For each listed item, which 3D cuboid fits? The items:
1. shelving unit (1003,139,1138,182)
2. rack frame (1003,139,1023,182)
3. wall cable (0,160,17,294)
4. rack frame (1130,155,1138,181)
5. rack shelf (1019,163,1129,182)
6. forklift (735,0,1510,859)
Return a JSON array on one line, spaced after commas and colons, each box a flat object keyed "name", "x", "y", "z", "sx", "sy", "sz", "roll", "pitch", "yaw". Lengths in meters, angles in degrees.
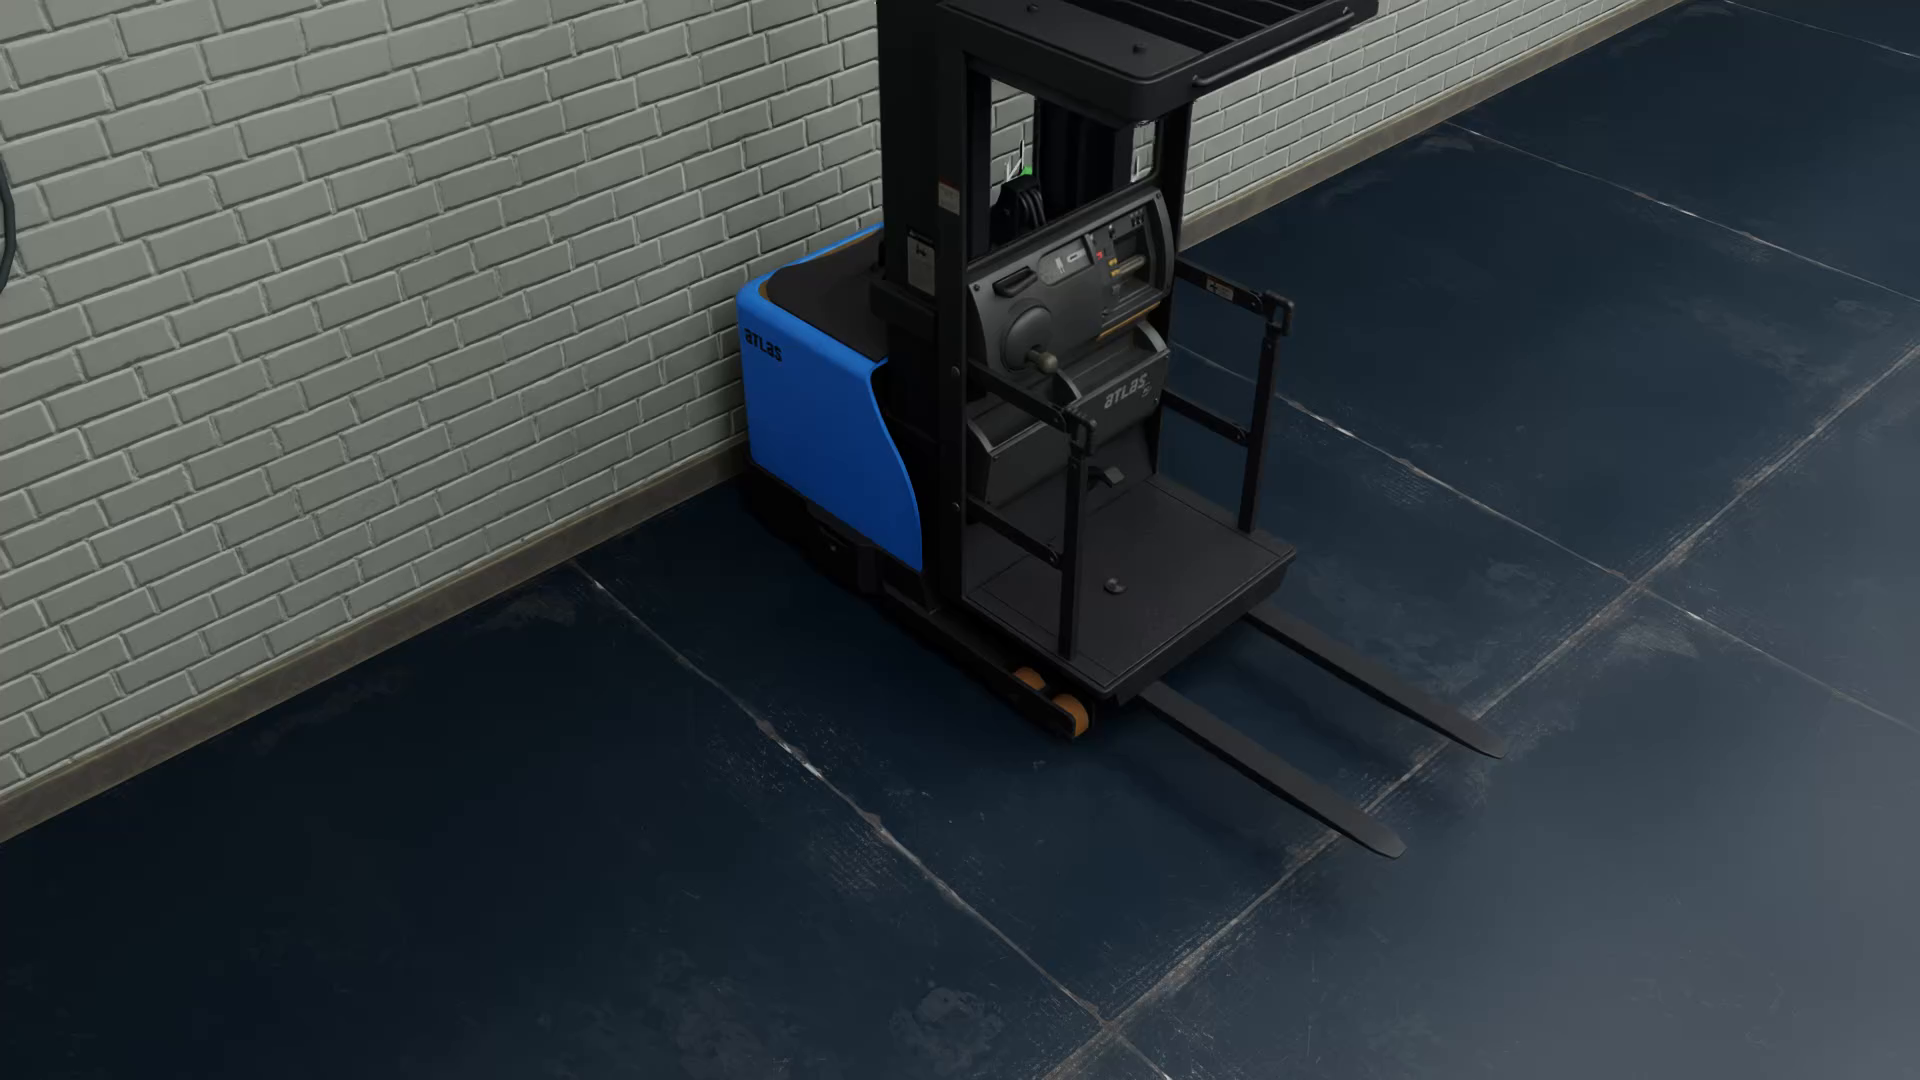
[{"name": "shelving unit", "x": 0.450, "y": -1.077, "z": 7.129, "sx": 0.503, "sy": 1.200, "sz": 0.258, "roll": 12, "pitch": 40, "yaw": 14}, {"name": "rack frame", "x": 0.218, "y": -1.125, "z": 7.188, "sx": 0.015, "sy": 1.200, "sz": 0.240, "roll": 12, "pitch": 40, "yaw": 14}, {"name": "wall cable", "x": -3.739, "y": -0.951, "z": 3.237, "sx": 3.097, "sy": 2.526, "sz": 0.112, "roll": -30, "pitch": 48, "yaw": -32}, {"name": "rack frame", "x": 0.682, "y": -1.030, "z": 7.070, "sx": 0.015, "sy": 1.200, "sz": 0.240, "roll": 12, "pitch": 40, "yaw": 14}, {"name": "rack shelf", "x": 0.450, "y": -1.401, "z": 6.868, "sx": 0.480, "sy": 0.148, "sz": 0.258, "roll": 12, "pitch": 40, "yaw": 14}, {"name": "forklift", "x": 0.533, "y": -0.800, "z": 5.408, "sx": 1.130, "sy": 2.935, "sz": 3.031, "roll": -32, "pitch": 49, "yaw": -33}]
